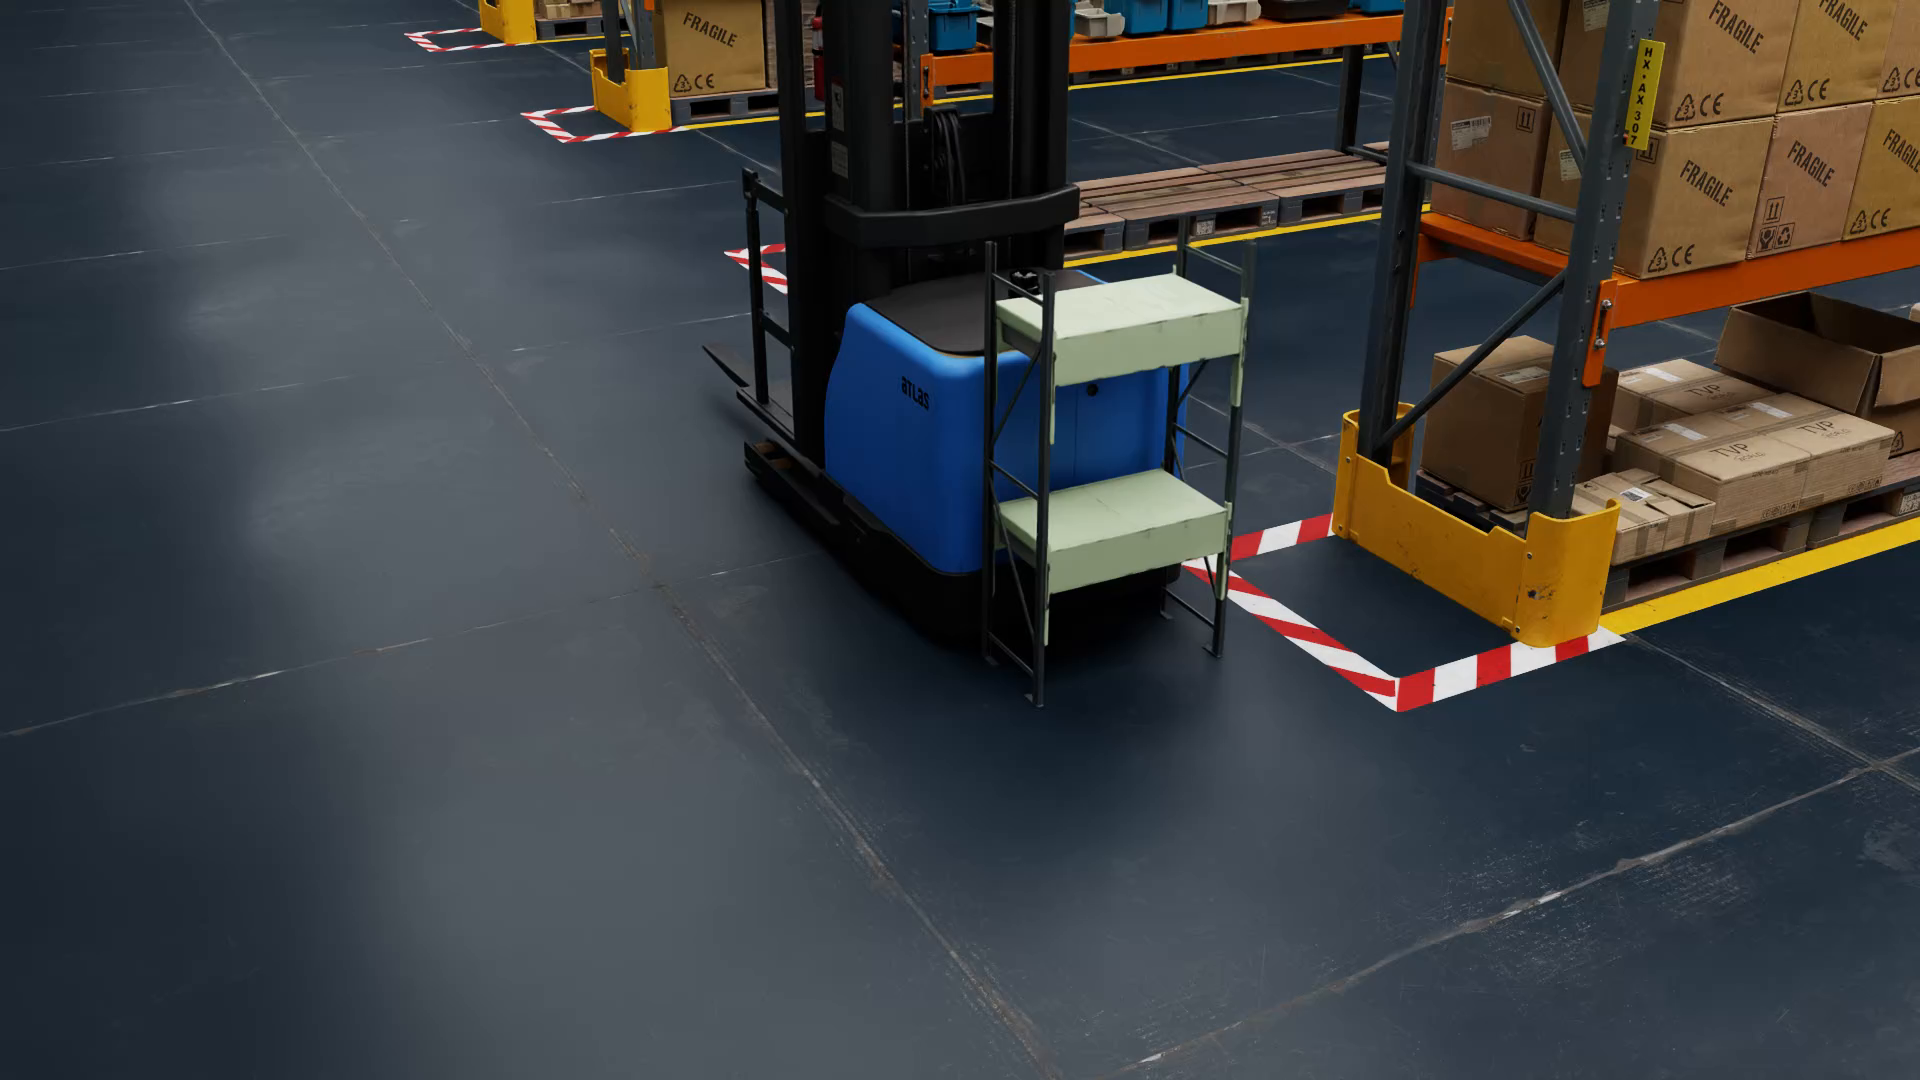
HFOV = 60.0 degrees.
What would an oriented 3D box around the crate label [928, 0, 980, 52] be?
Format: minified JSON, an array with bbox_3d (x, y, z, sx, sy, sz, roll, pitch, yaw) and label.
[{"bbox_3d":[-0.092,-2.967,9.588,0.303,0.233,0.416,-13,29,-25],"label":"crate label"}]

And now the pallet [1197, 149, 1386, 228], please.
[{"bbox_3d":[2.434,-2.484,11.680,1.213,0.211,1.003,-13,29,-25],"label":"pallet"}]

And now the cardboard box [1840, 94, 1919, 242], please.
[{"bbox_3d":[3.275,-1.441,6.171,0.500,0.500,0.500,-13,29,-25],"label":"cardboard box"}]

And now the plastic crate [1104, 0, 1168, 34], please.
[{"bbox_3d":[1.070,-3.235,10.147,0.300,0.233,0.416,-13,29,-25],"label":"plastic crate"}]

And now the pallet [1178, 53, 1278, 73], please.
[{"bbox_3d":[2.457,-4.976,16.871,1.213,0.211,1.003,-13,29,-25],"label":"pallet"}]

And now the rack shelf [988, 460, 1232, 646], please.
[{"bbox_3d":[0.503,0.032,5.700,0.720,0.370,0.431,-13,29,-25],"label":"rack shelf"}]

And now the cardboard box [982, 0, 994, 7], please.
[{"bbox_3d":[0.114,-4.925,15.512,0.875,0.875,0.875,-13,29,-25],"label":"cardboard box"}]

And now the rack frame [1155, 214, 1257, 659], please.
[{"bbox_3d":[0.829,-0.334,5.709,0.023,1.500,0.400,-13,29,-25],"label":"rack frame"}]

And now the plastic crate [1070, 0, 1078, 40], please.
[{"bbox_3d":[0.489,-3.101,9.868,0.300,0.233,0.416,-13,29,-25],"label":"plastic crate"}]

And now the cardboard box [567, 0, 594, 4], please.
[{"bbox_3d":[-4.189,-5.979,18.201,0.250,0.149,0.380,-13,29,-25],"label":"cardboard box"}]

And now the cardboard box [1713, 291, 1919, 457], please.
[{"bbox_3d":[3.737,-0.702,7.121,0.637,0.503,0.797,-13,29,-25],"label":"cardboard box"}]

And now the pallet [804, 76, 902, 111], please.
[{"bbox_3d":[-1.052,-4.165,15.181,1.213,0.211,1.003,-13,29,-25],"label":"pallet"}]

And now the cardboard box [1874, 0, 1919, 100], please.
[{"bbox_3d":[3.280,-1.893,5.957,0.500,0.500,0.500,-13,28,-24],"label":"cardboard box"}]

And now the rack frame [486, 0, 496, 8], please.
[{"bbox_3d":[-5.040,-6.897,17.650,0.127,3.000,1.000,-13,29,-25],"label":"rack frame"}]

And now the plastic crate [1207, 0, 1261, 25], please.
[{"bbox_3d":[1.669,-3.344,10.485,0.466,0.136,0.293,-13,29,-25],"label":"plastic crate"}]

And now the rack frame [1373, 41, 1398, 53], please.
[{"bbox_3d":[4.263,-6.612,17.056,0.127,3.000,1.000,-13,29,-25],"label":"rack frame"}]

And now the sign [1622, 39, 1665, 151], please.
[{"bbox_3d":[2.118,-1.382,5.162,0.005,0.325,0.100,-13,29,-25],"label":"sign"}]

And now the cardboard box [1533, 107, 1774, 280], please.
[{"bbox_3d":[2.378,-1.233,5.737,0.500,0.500,0.500,-12,28,-24],"label":"cardboard box"}]

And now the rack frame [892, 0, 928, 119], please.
[{"bbox_3d":[-0.465,-3.091,9.722,0.127,3.000,1.000,-13,29,-25],"label":"rack frame"}]

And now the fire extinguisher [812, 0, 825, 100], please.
[{"bbox_3d":[-0.812,-3.031,10.117,0.183,0.674,0.296,-13,29,-25],"label":"fire extinguisher"}]

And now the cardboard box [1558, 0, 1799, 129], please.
[{"bbox_3d":[2.378,-1.684,5.521,0.500,0.500,0.500,-12,28,-24],"label":"cardboard box"}]

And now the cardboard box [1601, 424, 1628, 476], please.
[{"bbox_3d":[2.626,-0.373,6.825,0.250,0.166,0.380,-13,29,-25],"label":"cardboard box"}]

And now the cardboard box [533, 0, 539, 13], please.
[{"bbox_3d":[-4.674,-5.988,18.566,0.250,0.149,0.380,-12,28,-24],"label":"cardboard box"}]

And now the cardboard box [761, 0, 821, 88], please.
[{"bbox_3d":[-1.466,-4.560,14.752,0.875,0.875,0.875,-13,29,-25],"label":"cardboard box"}]

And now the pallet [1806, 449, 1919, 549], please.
[{"bbox_3d":[3.708,-0.366,7.269,1.213,0.211,1.003,-13,29,-25],"label":"pallet"}]

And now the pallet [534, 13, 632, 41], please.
[{"bbox_3d":[-4.240,-5.808,18.603,1.213,0.211,1.003,-13,29,-25],"label":"pallet"}]

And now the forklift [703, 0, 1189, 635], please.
[{"bbox_3d":[-0.288,-1.588,6.671,1.130,2.935,3.031,-13,28,-25],"label":"forklift"}]

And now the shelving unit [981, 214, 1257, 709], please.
[{"bbox_3d":[0.504,-0.261,5.557,0.755,1.500,0.431,-13,29,-25],"label":"shelving unit"}]

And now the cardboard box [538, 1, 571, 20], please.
[{"bbox_3d":[-4.427,-5.786,18.144,0.250,0.149,0.380,-12,28,-24],"label":"cardboard box"}]

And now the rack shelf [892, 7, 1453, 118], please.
[{"bbox_3d":[1.300,-3.174,10.726,4.000,0.370,1.077,-13,29,-25],"label":"rack shelf"}]

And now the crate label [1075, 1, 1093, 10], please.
[{"bbox_3d":[0.666,-3.354,10.505,0.243,0.136,0.396,-13,29,-25],"label":"crate label"}]

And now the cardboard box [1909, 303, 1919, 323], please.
[{"bbox_3d":[4.920,-0.997,7.958,0.500,0.311,0.500,-13,29,-25],"label":"cardboard box"}]

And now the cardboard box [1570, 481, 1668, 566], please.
[{"bbox_3d":[2.394,-0.066,6.207,0.250,0.149,0.380,-13,29,-25],"label":"cardboard box"}]

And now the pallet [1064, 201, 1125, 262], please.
[{"bbox_3d":[0.281,-1.987,10.645,1.213,0.211,1.003,-13,29,-25],"label":"pallet"}]

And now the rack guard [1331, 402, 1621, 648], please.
[{"bbox_3d":[1.930,-0.087,6.354,0.348,0.500,1.175,-13,29,-25],"label":"rack guard"}]

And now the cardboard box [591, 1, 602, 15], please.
[{"bbox_3d":[-4.019,-5.924,18.431,0.250,0.149,0.380,-13,28,-25],"label":"cardboard box"}]

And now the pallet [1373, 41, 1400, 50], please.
[{"bbox_3d":[4.954,-5.513,17.990,1.213,0.211,1.003,-13,29,-25],"label":"pallet"}]

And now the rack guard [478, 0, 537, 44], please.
[{"bbox_3d":[-4.973,-5.786,18.224,0.348,0.500,1.175,-13,29,-25],"label":"rack guard"}]

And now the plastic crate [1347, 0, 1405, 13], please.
[{"bbox_3d":[2.813,-3.700,10.940,0.575,0.384,0.392,-13,29,-25],"label":"plastic crate"}]

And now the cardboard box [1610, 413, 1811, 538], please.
[{"bbox_3d":[2.917,-0.262,6.498,0.500,0.250,0.500,-13,29,-25],"label":"cardboard box"}]
